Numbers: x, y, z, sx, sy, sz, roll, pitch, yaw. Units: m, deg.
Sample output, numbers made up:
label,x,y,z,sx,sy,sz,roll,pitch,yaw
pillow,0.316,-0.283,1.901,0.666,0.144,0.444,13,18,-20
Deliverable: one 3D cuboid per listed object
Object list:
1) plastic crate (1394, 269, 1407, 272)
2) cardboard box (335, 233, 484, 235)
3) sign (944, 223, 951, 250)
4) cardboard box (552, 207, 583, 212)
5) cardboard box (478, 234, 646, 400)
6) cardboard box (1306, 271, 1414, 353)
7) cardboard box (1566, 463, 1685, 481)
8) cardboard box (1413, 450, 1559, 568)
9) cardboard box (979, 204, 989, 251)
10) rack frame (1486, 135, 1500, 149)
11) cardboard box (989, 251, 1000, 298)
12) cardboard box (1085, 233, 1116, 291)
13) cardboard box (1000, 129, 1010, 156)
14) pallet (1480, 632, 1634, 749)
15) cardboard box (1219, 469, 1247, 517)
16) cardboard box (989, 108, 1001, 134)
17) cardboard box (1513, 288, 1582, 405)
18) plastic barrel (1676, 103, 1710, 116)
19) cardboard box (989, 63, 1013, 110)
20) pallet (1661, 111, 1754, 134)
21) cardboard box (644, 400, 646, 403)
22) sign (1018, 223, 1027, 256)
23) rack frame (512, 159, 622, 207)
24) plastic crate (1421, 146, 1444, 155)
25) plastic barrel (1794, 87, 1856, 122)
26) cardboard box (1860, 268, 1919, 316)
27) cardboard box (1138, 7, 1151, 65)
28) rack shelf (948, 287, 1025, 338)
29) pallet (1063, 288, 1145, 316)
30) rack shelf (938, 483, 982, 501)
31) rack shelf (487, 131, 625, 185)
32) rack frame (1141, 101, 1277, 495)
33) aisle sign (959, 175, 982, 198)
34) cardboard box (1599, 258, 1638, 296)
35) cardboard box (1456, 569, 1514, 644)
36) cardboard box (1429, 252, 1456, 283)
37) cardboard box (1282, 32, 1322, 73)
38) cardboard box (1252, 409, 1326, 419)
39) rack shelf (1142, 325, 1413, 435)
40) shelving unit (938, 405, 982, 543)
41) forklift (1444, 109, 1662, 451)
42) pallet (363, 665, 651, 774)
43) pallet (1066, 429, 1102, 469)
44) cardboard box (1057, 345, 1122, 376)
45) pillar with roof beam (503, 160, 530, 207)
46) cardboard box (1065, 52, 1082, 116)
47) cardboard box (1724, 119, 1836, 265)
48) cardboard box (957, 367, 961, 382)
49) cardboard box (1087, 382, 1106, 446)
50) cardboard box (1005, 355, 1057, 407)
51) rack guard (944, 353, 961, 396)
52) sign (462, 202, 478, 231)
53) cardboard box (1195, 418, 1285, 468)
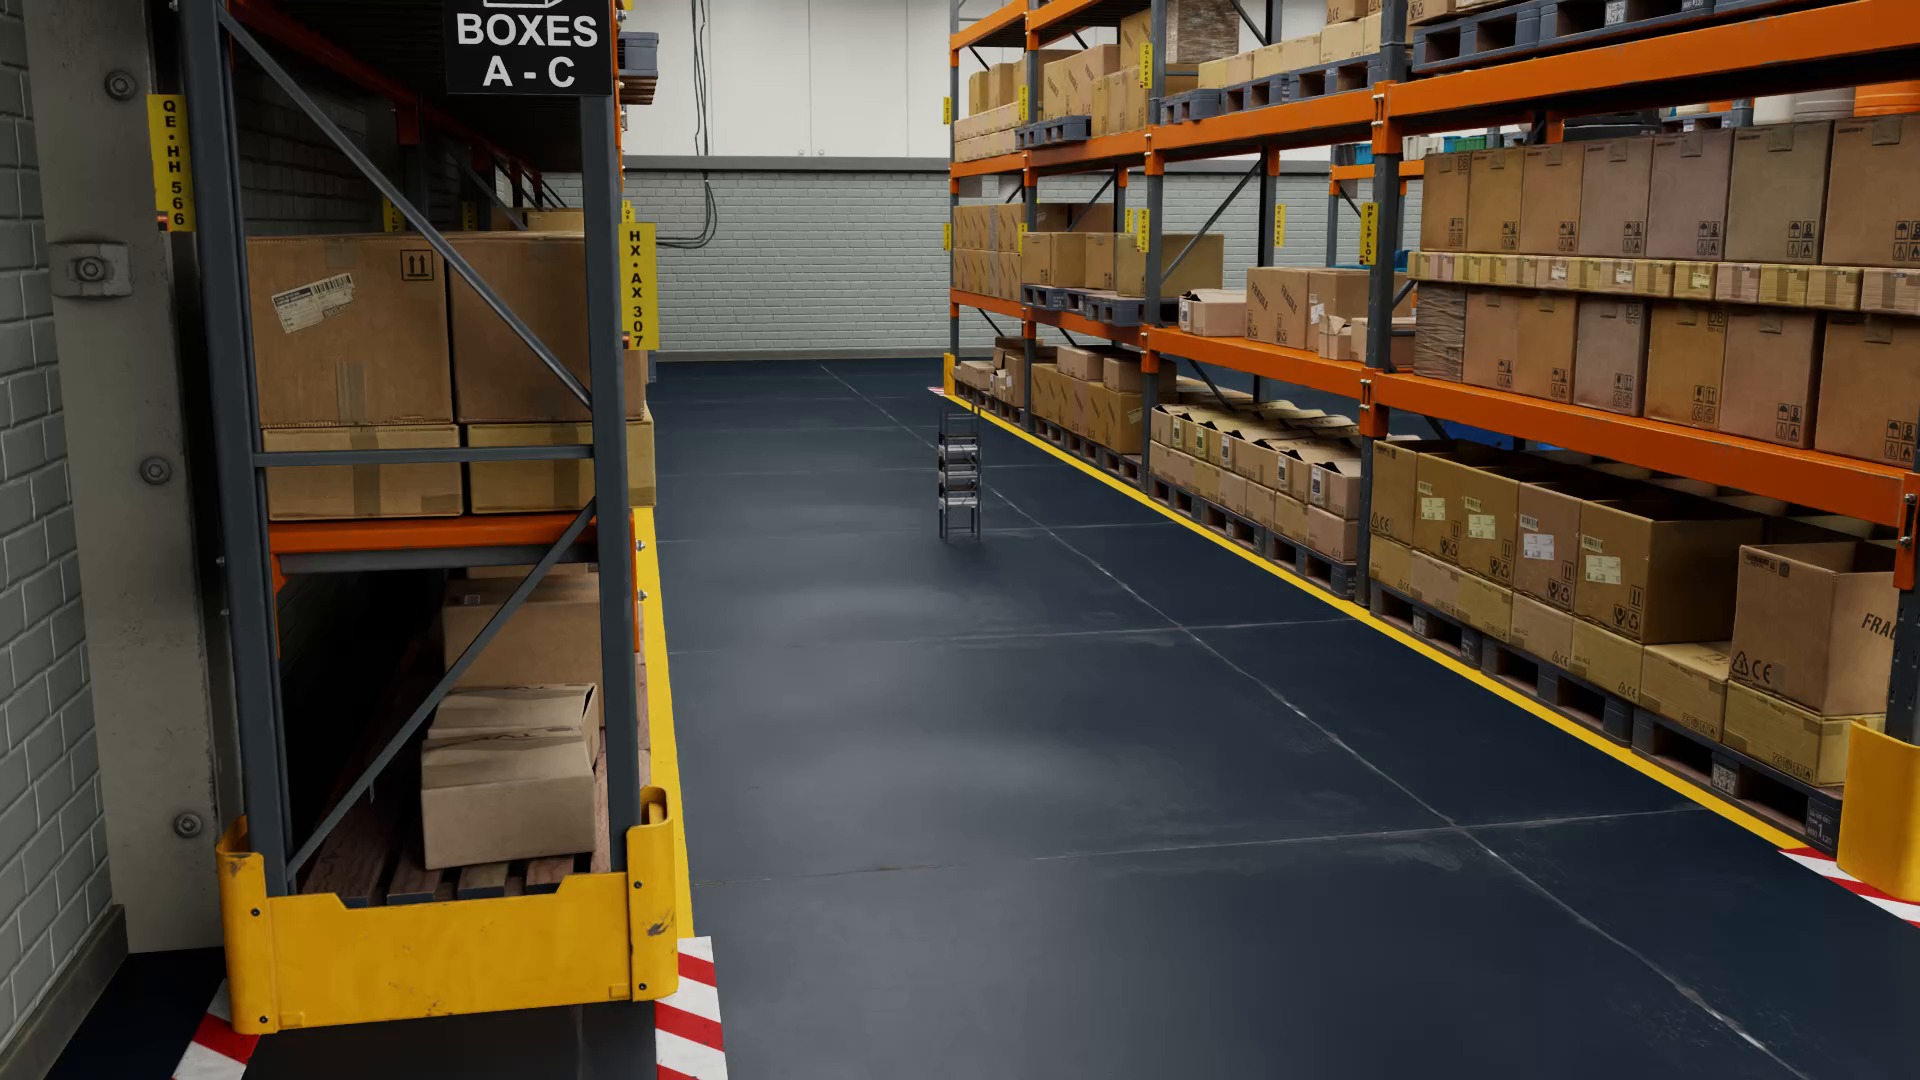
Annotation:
label,x,y,z,sx,sy,sz,roll,pitch,yaw
plastic crate,5.279,-3.099,19.741,0.416,0.233,0.300,-2,11,-11
cardboard box,-1.860,-0.781,5.620,0.500,0.500,0.500,-2,11,-13
sign,-0.152,-3.731,20.463,0.100,0.325,0.005,-2,11,-11
cardboard box,-2.764,-2.349,12.394,0.500,0.250,0.500,-2,11,-10
cardboard box,-1.251,-0.704,5.217,0.500,0.500,0.500,-2,11,-11
cardboard box,2.478,-1.412,10.326,0.500,0.500,0.500,-1,11,-7
cardboard box,3.205,-0.088,7.862,0.500,0.500,0.500,-2,11,-11
cardboard box,2.602,-0.161,8.245,0.500,0.500,0.500,-2,11,-11
cardboard box,0.509,-3.494,18.592,0.500,0.500,0.500,-2,11,-12
rack frame,6.017,-2.772,17.736,1.000,3.000,0.127,-2,11,-11
cardboard box,0.605,-2.912,18.207,0.500,0.500,0.500,-2,11,-10
cardboard box,1.562,-2.526,15.054,0.700,0.500,0.500,-5,12,-25
cardboard box,0.716,-4.164,17.428,0.500,0.250,0.500,-2,11,-11
pallet,3.068,0.616,7.393,1.003,0.211,1.213,-2,11,-11
cardboard box,2.055,-0.326,11.117,0.500,0.250,0.500,-2,11,-10
cardboard box,0.608,-4.501,17.861,0.500,0.250,0.500,-2,11,-11
cardboard box,3.009,-0.904,7.657,0.700,0.500,0.500,-2,11,-10
plastic barrel,6.443,-3.841,14.580,0.301,0.262,0.301,0,11,0
cardboard box,0.718,-4.968,18.313,0.700,0.500,0.500,-2,11,-11
pallet,6.742,-3.563,14.374,1.003,0.211,1.213,-2,11,-11
cardboard box,-1.265,-0.342,5.320,0.500,0.250,0.500,-2,11,-13
sign,0.627,-2.996,16.601,0.100,0.325,0.005,-2,11,-11
rack frame,-3.700,-2.411,15.843,1.000,3.000,0.127,-2,11,-11
plastic crate,5.397,-4.335,18.633,0.293,0.136,0.466,-2,11,-11
plastic barrel,6.742,-3.599,12.721,0.600,0.901,0.600,0,11,0
cardboard box,3.231,-0.822,5.492,0.380,0.149,0.250,-2,11,-12
cardboard box,1.758,-4.046,13.468,0.500,0.500,0.500,-2,11,-11
rack shelf,0.769,-2.606,18.787,1.077,0.370,4.000,-2,11,-11
pallet,1.553,-2.121,14.830,1.003,0.211,1.213,-2,11,-11
rack shelf,-0.002,-0.322,11.143,0.258,0.077,0.200,-2,11,-11
rack shelf,-3.312,-3.165,13.703,1.077,0.370,4.000,-2,11,-11
rack frame,1.936,-1.859,12.939,1.000,3.000,0.127,-2,11,-11
aisle sign,0.079,-4.605,20.414,0.394,0.787,0.004,-2,11,-11
cardboard box,2.927,-1.107,6.986,0.380,0.149,0.250,-2,11,-12
cardboard box,2.691,0.299,7.832,0.500,0.250,0.500,-2,11,-11
cardboard box,2.625,-1.390,8.476,0.380,0.149,0.250,-2,11,-10
cardboard box,2.402,-3.084,10.633,0.500,0.250,0.500,-3,11,-16
cardboard box,2.387,-0.807,12.147,0.500,0.311,0.500,-2,11,-12
rack shelf,2.325,-1.138,11.079,1.077,0.370,4.000,-2,11,-11
shelving unit,-0.002,-0.444,11.120,0.258,0.900,0.210,-2,11,-11
forklift,5.177,-1.822,12.931,3.031,2.935,1.130,-7,13,-34
pallet,-1.739,0.772,6.576,1.003,0.211,1.213,-2,11,-11
pallet,1.594,-0.850,15.099,1.003,0.211,1.213,-2,11,-11
cardboard box,1.207,-1.668,15.439,0.500,0.250,0.500,-2,11,-11
pillar with roof beam,-1.629,-6.712,22.395,9.100,9.000,0.400,-2,11,-11
cardboard box,1.336,-4.153,15.315,0.600,0.600,0.600,-2,11,-12
cardboard box,3.296,-1.270,6.108,0.700,0.500,0.500,-2,11,-12
cardboard box,0.173,-2.015,20.161,0.380,0.166,0.250,-2,11,-11
cardboard box,1.423,-1.105,14.486,0.500,0.500,0.500,-3,11,-13
cardboard box,0.769,-1.674,17.480,0.500,0.500,0.500,-2,11,-11
rack guard,0.395,-2.084,20.808,1.175,0.500,0.348,-2,11,-11
sign,-3.466,-2.226,11.771,0.100,0.325,0.005,-2,11,-11
cardboard box,1.957,-0.693,11.547,0.500,0.311,0.500,-2,11,-13
